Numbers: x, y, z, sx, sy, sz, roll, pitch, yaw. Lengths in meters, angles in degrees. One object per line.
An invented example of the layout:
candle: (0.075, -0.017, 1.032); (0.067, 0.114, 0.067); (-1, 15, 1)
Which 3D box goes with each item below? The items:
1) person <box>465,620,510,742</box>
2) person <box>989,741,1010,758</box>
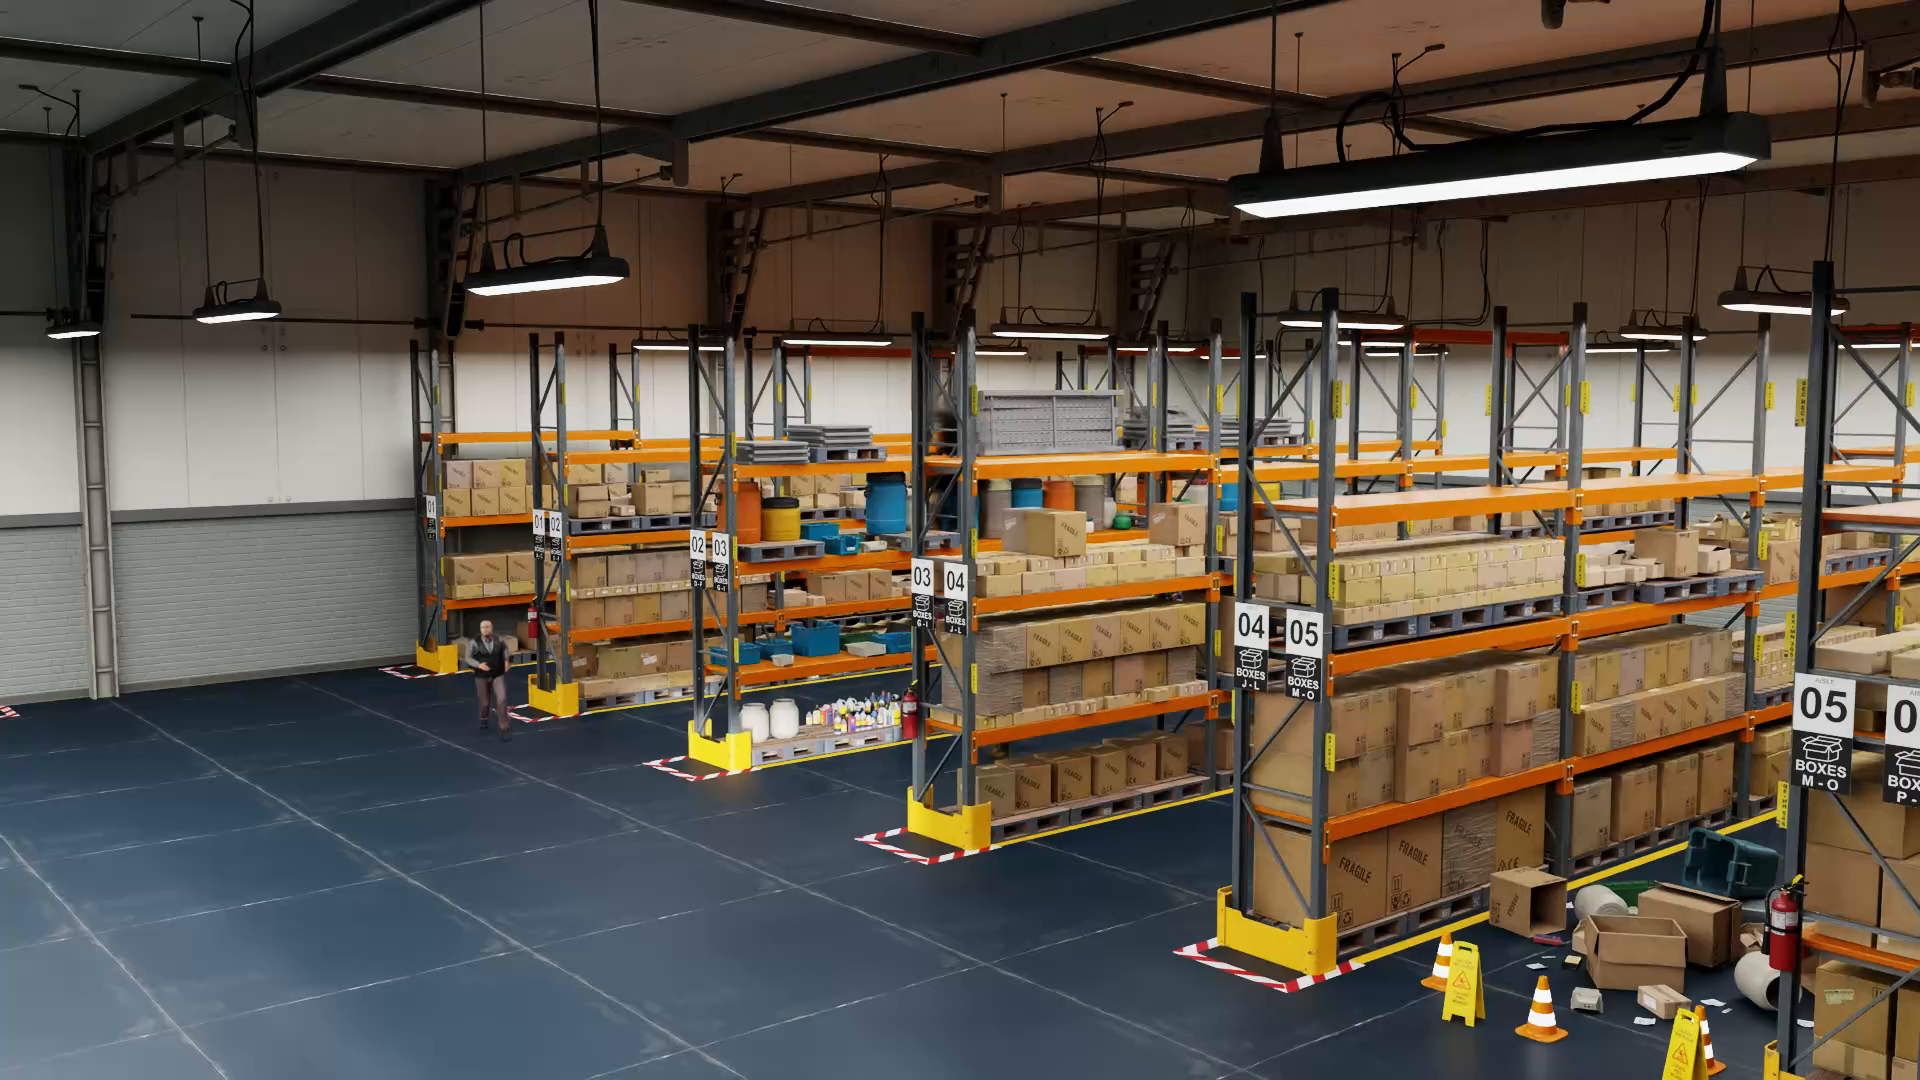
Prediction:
person: (-6.918, 2.041, 24.424); (0.655, 1.727, 0.993); (-2, 6, -23)
person: (0.414, 2.233, 22.912); (0.685, 1.652, 0.829); (4, 7, 37)
